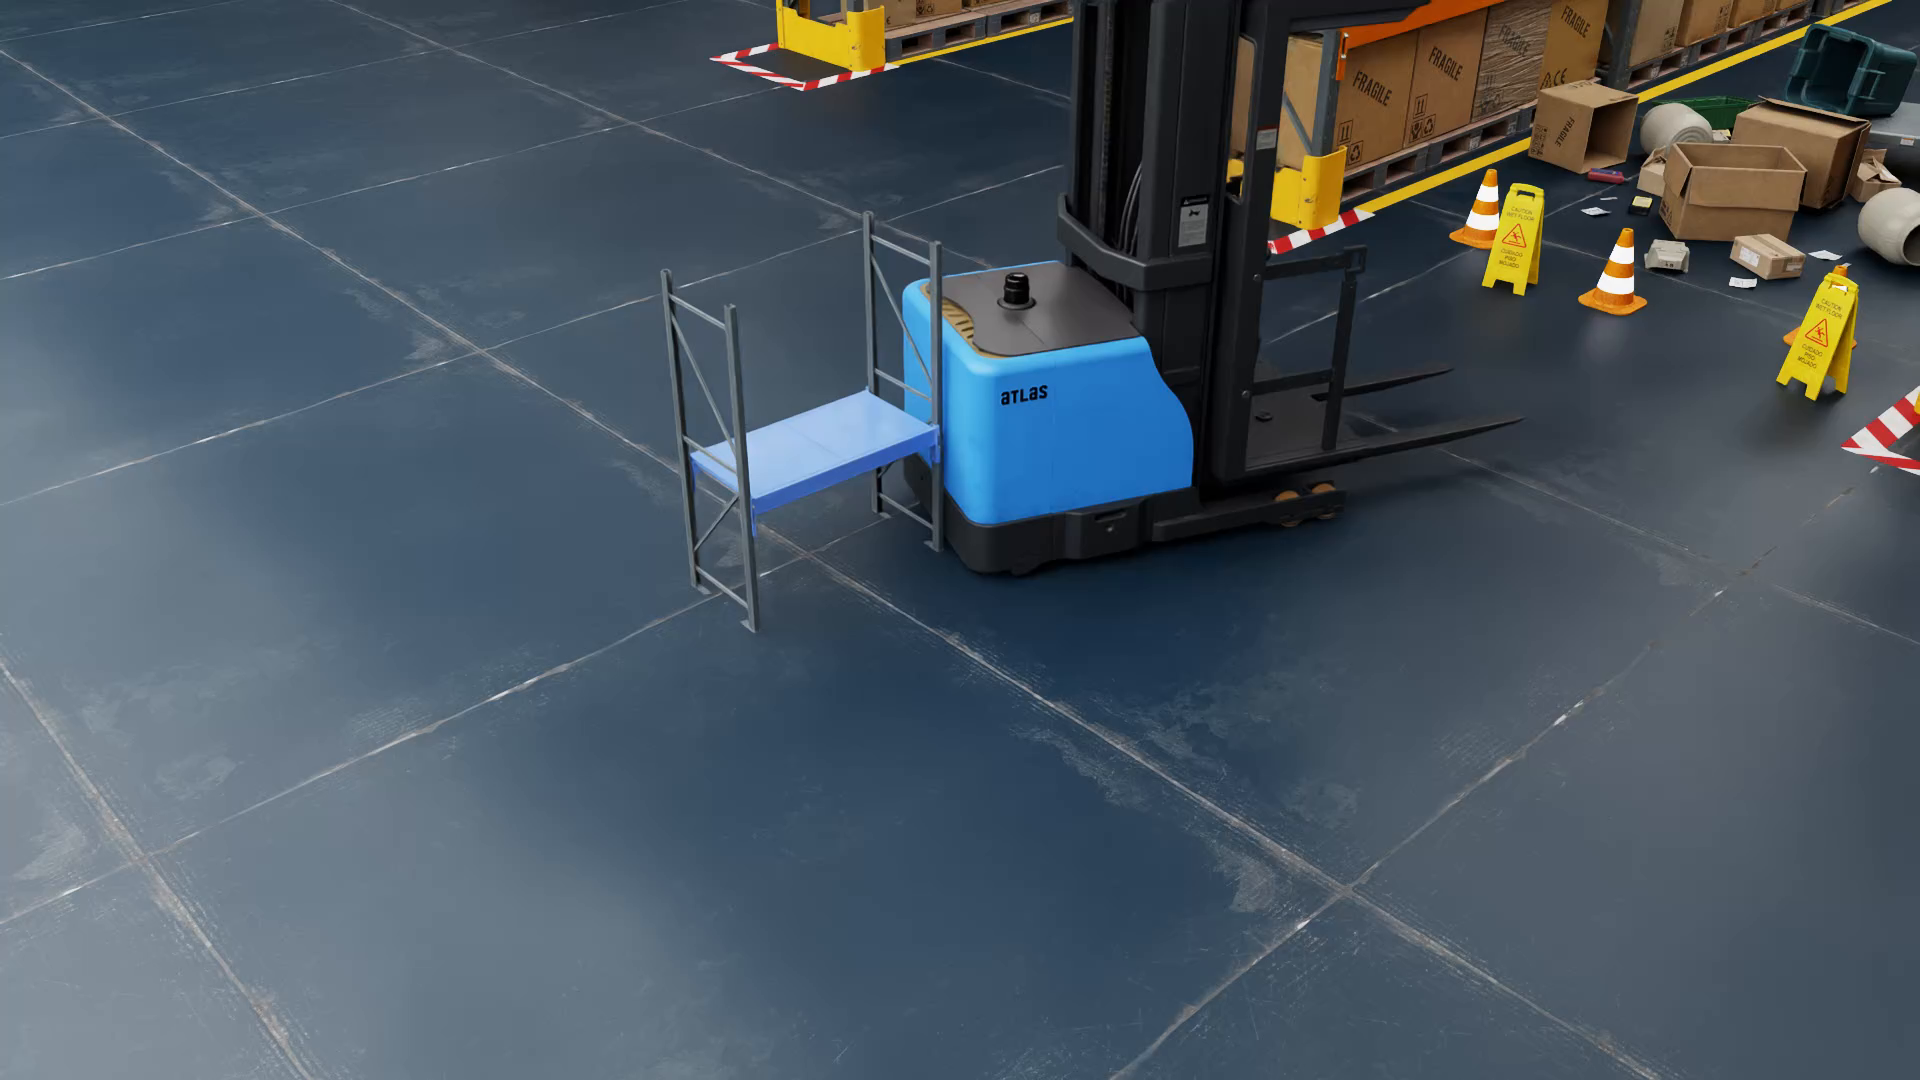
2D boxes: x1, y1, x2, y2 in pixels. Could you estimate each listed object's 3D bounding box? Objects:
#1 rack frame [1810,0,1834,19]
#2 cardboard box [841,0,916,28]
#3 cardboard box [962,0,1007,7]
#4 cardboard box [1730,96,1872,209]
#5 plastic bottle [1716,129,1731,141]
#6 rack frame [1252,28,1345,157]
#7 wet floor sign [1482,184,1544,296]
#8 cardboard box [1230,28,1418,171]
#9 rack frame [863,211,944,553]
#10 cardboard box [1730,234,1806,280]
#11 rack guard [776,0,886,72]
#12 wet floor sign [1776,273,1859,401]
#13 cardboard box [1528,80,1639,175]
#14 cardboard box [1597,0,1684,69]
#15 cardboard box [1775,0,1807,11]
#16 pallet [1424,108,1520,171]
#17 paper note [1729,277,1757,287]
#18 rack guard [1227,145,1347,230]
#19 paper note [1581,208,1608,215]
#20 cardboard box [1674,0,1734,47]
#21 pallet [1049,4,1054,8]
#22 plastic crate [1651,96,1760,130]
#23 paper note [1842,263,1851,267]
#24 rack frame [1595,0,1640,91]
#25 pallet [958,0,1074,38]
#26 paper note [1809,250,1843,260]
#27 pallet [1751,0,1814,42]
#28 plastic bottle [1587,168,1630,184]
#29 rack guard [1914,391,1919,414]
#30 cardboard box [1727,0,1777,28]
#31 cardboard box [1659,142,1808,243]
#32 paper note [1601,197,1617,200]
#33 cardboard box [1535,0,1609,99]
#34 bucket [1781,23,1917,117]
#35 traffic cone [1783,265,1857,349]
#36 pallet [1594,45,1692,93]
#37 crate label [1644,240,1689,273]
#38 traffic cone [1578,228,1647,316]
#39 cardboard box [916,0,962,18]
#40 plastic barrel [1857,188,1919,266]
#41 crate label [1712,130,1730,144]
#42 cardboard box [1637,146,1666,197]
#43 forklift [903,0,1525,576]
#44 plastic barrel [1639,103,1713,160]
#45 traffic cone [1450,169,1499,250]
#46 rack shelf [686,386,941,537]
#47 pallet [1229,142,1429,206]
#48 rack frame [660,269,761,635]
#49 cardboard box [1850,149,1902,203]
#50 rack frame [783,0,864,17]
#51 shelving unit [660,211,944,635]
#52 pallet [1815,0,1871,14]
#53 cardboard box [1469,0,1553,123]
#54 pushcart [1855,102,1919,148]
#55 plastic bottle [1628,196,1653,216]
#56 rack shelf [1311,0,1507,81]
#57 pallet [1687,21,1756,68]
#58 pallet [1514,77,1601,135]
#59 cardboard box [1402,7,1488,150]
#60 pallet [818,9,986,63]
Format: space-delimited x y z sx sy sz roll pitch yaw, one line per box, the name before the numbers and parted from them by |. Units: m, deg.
rack frame | 7.961 -6.472 15.458 0.127 3.000 1.000 -26 40 -35
cardboard box | -0.734 -4.895 14.873 0.500 0.500 0.500 -18 36 -27
cardboard box | 0.153 -5.335 15.593 0.500 0.500 0.500 -22 38 -31
cardboard box | 5.781 -2.695 11.546 0.503 0.637 0.797 -26 40 -35
plastic bottle | 5.851 -3.124 12.800 0.133 0.061 0.283 9 33 15
rack frame | 2.095 -3.634 10.817 0.127 3.000 1.000 -26 40 -35
wet floor sign | 3.420 -1.862 10.176 0.267 0.644 0.232 22 37 31
cardboard box | 2.547 -3.172 11.697 0.875 0.875 0.875 -26 40 -35
rack frame | -0.247 -0.684 7.430 0.032 1.500 0.500 -24 39 -33
cardboard box | 5.122 -1.797 10.547 0.250 0.149 0.380 -7 32 -11
rack guard | -1.148 -4.528 14.675 0.348 0.500 1.175 -26 40 -35
wet floor sign | 4.668 -1.114 8.953 0.232 0.644 0.267 -12 34 -19
cardboard box | 4.587 -3.044 12.247 0.500 0.500 0.500 -19 36 -28
cardboard box | 5.422 -4.527 14.031 0.750 0.750 1.050 -26 40 -36
cardboard box | 7.453 -5.509 15.638 0.750 0.750 1.050 -26 40 -36
pallet | 3.522 -3.188 12.762 1.213 0.211 1.003 -26 40 -35
paper note | 4.874 -1.606 10.348 0.148 0.019 0.142 15 34 23
rack guard | 2.077 -2.559 11.456 0.348 0.500 1.175 -26 40 -35
paper note | 4.368 -2.258 11.416 0.142 0.017 0.144 -12 34 -19
cardboard box | 6.132 -4.867 14.589 0.750 0.750 1.050 -26 40 -35
pallet | 1.261 -5.545 16.615 1.213 0.211 1.003 -26 40 -35
plastic crate | 5.791 -3.315 12.936 0.662 0.188 0.450 -7 22 -11
paper note | 5.639 -1.746 10.596 0.123 0.001 0.032 -26 40 -35
rack frame | 5.028 -5.053 13.138 0.127 3.000 1.000 -26 40 -35
pallet | 0.366 -5.110 15.904 1.213 0.211 1.003 -26 40 -35
paper note | 5.599 -1.845 10.749 0.142 0.019 0.148 -12 34 -19
pallet | 7.332 -5.031 15.775 1.213 0.211 1.003 -26 40 -35
plastic bottle | 4.675 -2.616 11.970 0.283 0.061 0.133 15 34 23
rack guard | 5.590 -0.737 8.476 0.348 0.500 1.175 -26 40 -35
cardboard box | 6.814 -5.198 15.129 0.750 0.750 1.050 -25 39 -35
cardboard box | 5.101 -2.303 11.033 0.797 0.503 0.637 4 32 6
paper note | 4.546 -2.392 11.652 0.123 0.001 0.032 -7 32 -11
cardboard box | 4.519 -4.129 13.261 0.875 0.875 0.875 -25 39 -35
bucket | 6.496 -3.374 12.074 0.620 0.611 0.726 -3 30 -25
traffic cone | 4.973 -1.340 9.498 0.334 0.463 0.336 -26 40 -35
pallet | 5.542 -4.166 14.360 1.213 0.211 1.003 -26 40 -35
crate label | 4.503 -1.807 10.575 0.250 0.136 0.298 9 33 15
traffic cone | 3.969 -1.644 9.995 0.334 0.463 0.336 -26 40 -35
cardboard box | -0.319 -5.120 15.241 0.500 0.500 0.500 -15 35 -23
plastic barrel | 6.020 -1.989 10.597 0.421 0.421 0.512 -1 31 -2
crate label | 5.627 -2.981 12.494 0.298 0.136 0.250 4 32 6
cardboard box | 5.020 -2.572 11.702 0.258 0.266 0.396 -19 36 -28
forklift | 1.295 -1.559 7.491 3.031 2.935 1.130 -11 33 -17
plastic barrel | 5.239 -2.964 12.192 0.421 0.421 0.512 -1 31 -2
traffic cone | 3.450 -2.197 10.899 0.334 0.463 0.336 -26 40 -35
rack shelf | -0.635 -0.359 7.244 1.000 0.185 0.538 -24 39 -33
pallet | 2.628 -2.758 12.058 1.213 0.211 1.003 -26 40 -35
rack frame | -1.023 -0.341 6.869 0.032 1.500 0.500 -24 39 -33
cardboard box | 6.411 -2.561 11.683 0.258 0.266 0.396 4 32 6
rack frame | -1.204 -5.567 13.979 0.127 3.000 1.000 -26 40 -35
shelving unit | -0.635 -0.512 7.150 1.048 1.500 0.538 -24 39 -33
pallet | 8.535 -5.559 16.638 1.213 0.211 1.003 -26 40 -35
cardboard box | 3.861 -3.808 12.736 0.875 0.875 0.875 -25 40 -35
pushcart | 6.881 -2.931 12.181 1.648 0.377 0.936 15 34 23
plastic bottle | 4.705 -2.319 11.483 0.133 0.061 0.283 15 34 23
rack shelf | 3.561 -4.036 12.165 4.000 0.370 1.077 -26 40 -35
pallet | 6.437 -4.601 15.071 1.213 0.211 1.003 -26 40 -35
pallet | 4.417 -3.623 13.473 1.213 0.211 1.003 -26 40 -35
cardboard box | 3.191 -3.485 12.209 0.875 0.875 0.875 -27 40 -36
pallet | -0.528 -4.679 15.200 1.213 0.211 1.003 -26 40 -35
